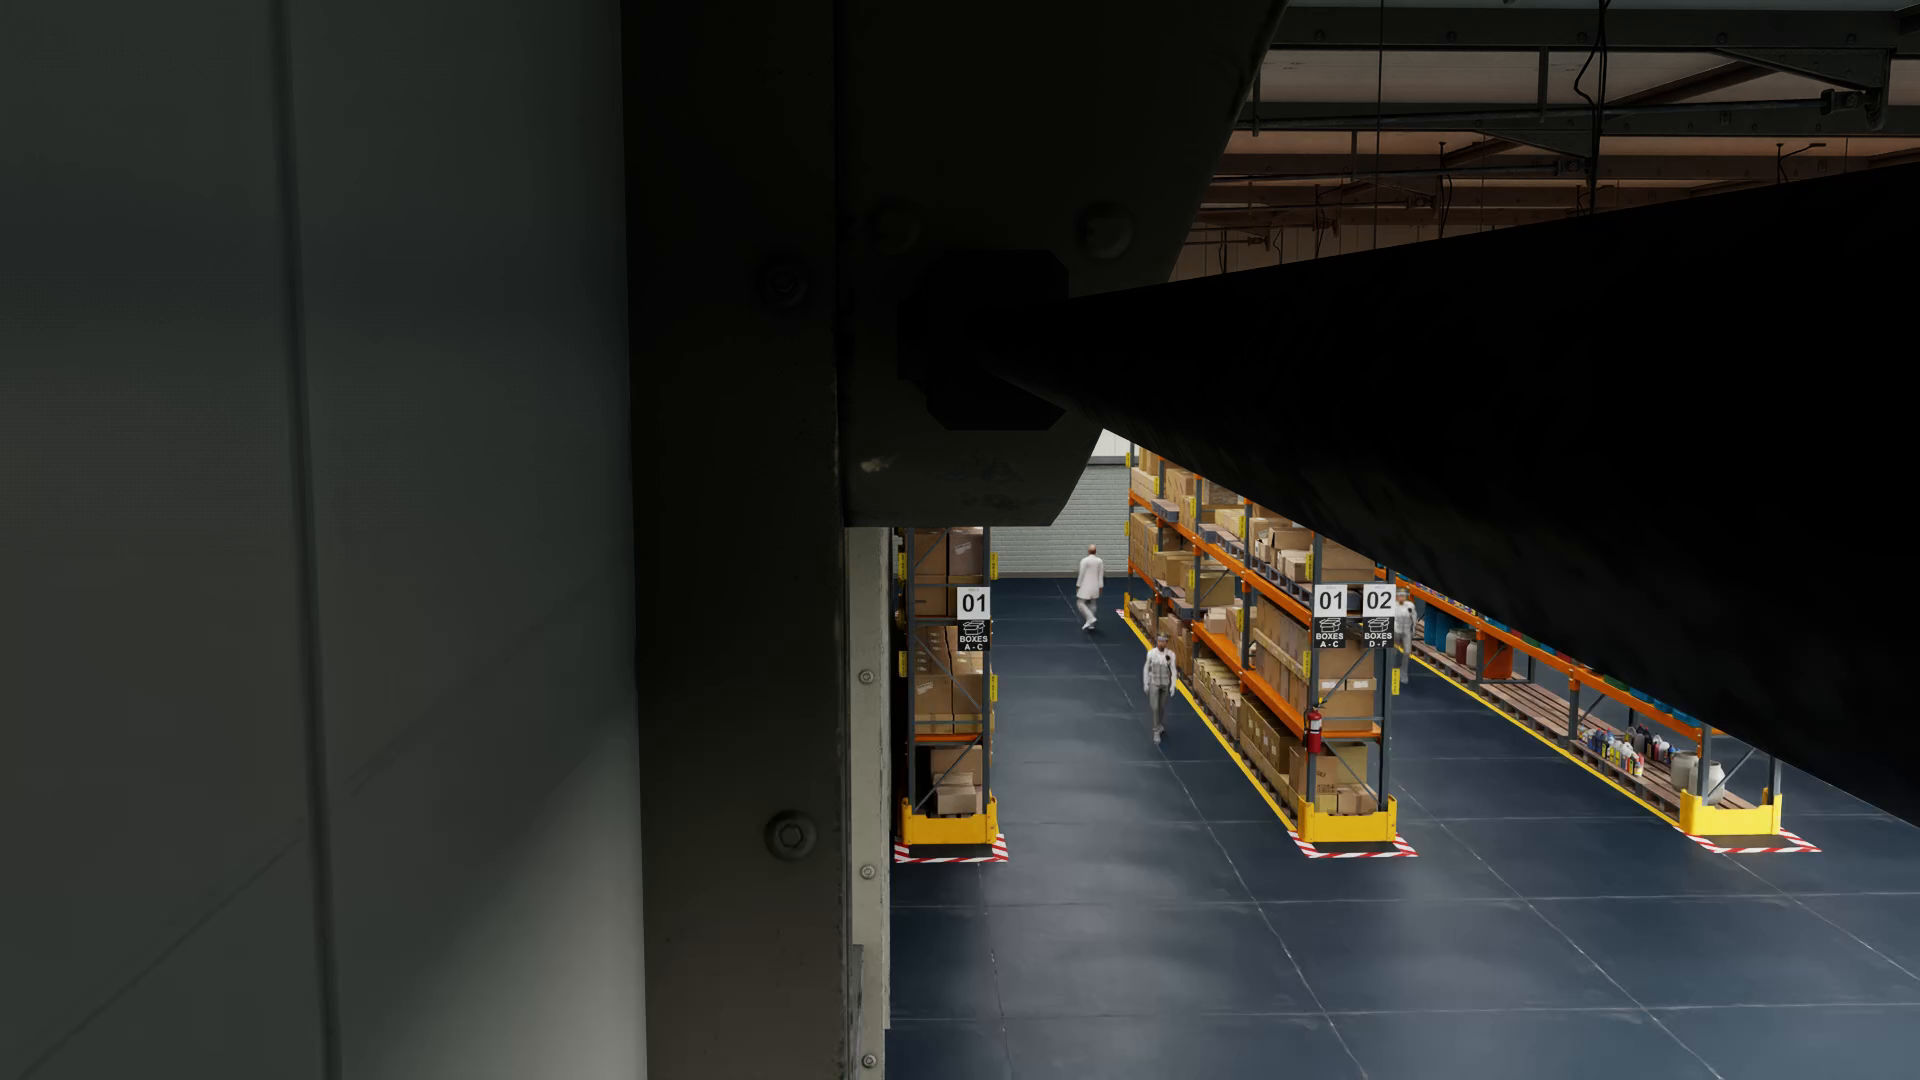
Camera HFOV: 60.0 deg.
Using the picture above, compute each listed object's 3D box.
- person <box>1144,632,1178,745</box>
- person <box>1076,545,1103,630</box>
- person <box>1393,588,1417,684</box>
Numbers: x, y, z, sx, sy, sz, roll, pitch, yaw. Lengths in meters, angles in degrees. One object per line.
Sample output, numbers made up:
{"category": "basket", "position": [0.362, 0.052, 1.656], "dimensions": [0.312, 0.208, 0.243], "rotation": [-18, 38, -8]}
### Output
{"category": "person", "position": [3.095, 2.228, 25.610], "dimensions": [0.489, 1.651, 0.970], "rotation": [0, 7, -3]}
{"category": "person", "position": [2.733, 0.993, 34.779], "dimensions": [0.603, 1.778, 0.611], "rotation": [-4, 8, -29]}
{"category": "person", "position": [7.917, 1.687, 29.862], "dimensions": [0.619, 1.704, 0.939], "rotation": [0, 7, -3]}
